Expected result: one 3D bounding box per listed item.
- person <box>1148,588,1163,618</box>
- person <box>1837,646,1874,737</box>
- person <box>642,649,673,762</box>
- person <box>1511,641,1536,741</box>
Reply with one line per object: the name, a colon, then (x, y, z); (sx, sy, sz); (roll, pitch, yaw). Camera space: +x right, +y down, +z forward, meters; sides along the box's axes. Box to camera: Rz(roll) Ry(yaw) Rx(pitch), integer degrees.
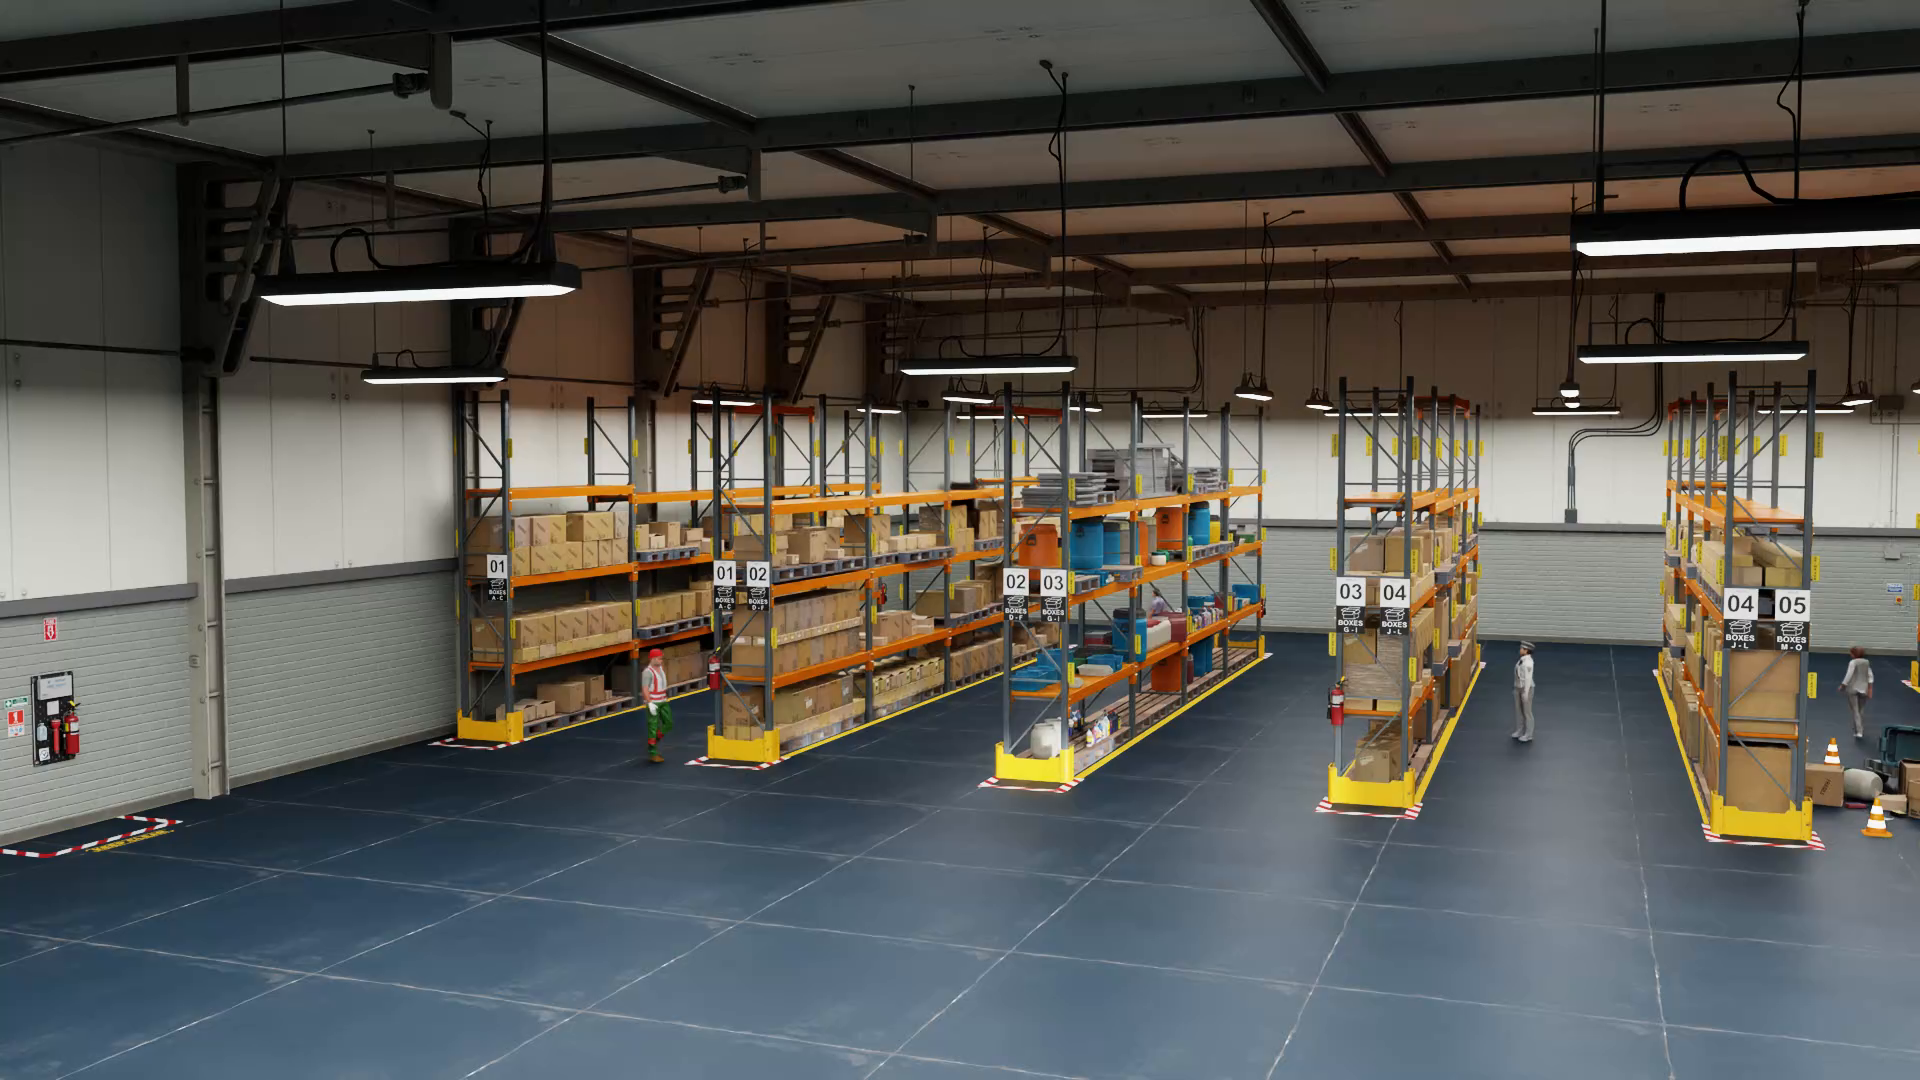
person: (4.690, 1.980, 39.923); (0.404, 1.666, 0.493); (2, 4, 33)
person: (15.550, 2.610, 28.866); (0.547, 1.562, 0.876); (1, 3, 17)
person: (-4.866, 2.633, 26.725); (0.531, 1.786, 0.673); (2, 3, 26)
person: (9.696, 2.575, 28.602); (0.382, 1.697, 0.512); (-1, 3, -9)
